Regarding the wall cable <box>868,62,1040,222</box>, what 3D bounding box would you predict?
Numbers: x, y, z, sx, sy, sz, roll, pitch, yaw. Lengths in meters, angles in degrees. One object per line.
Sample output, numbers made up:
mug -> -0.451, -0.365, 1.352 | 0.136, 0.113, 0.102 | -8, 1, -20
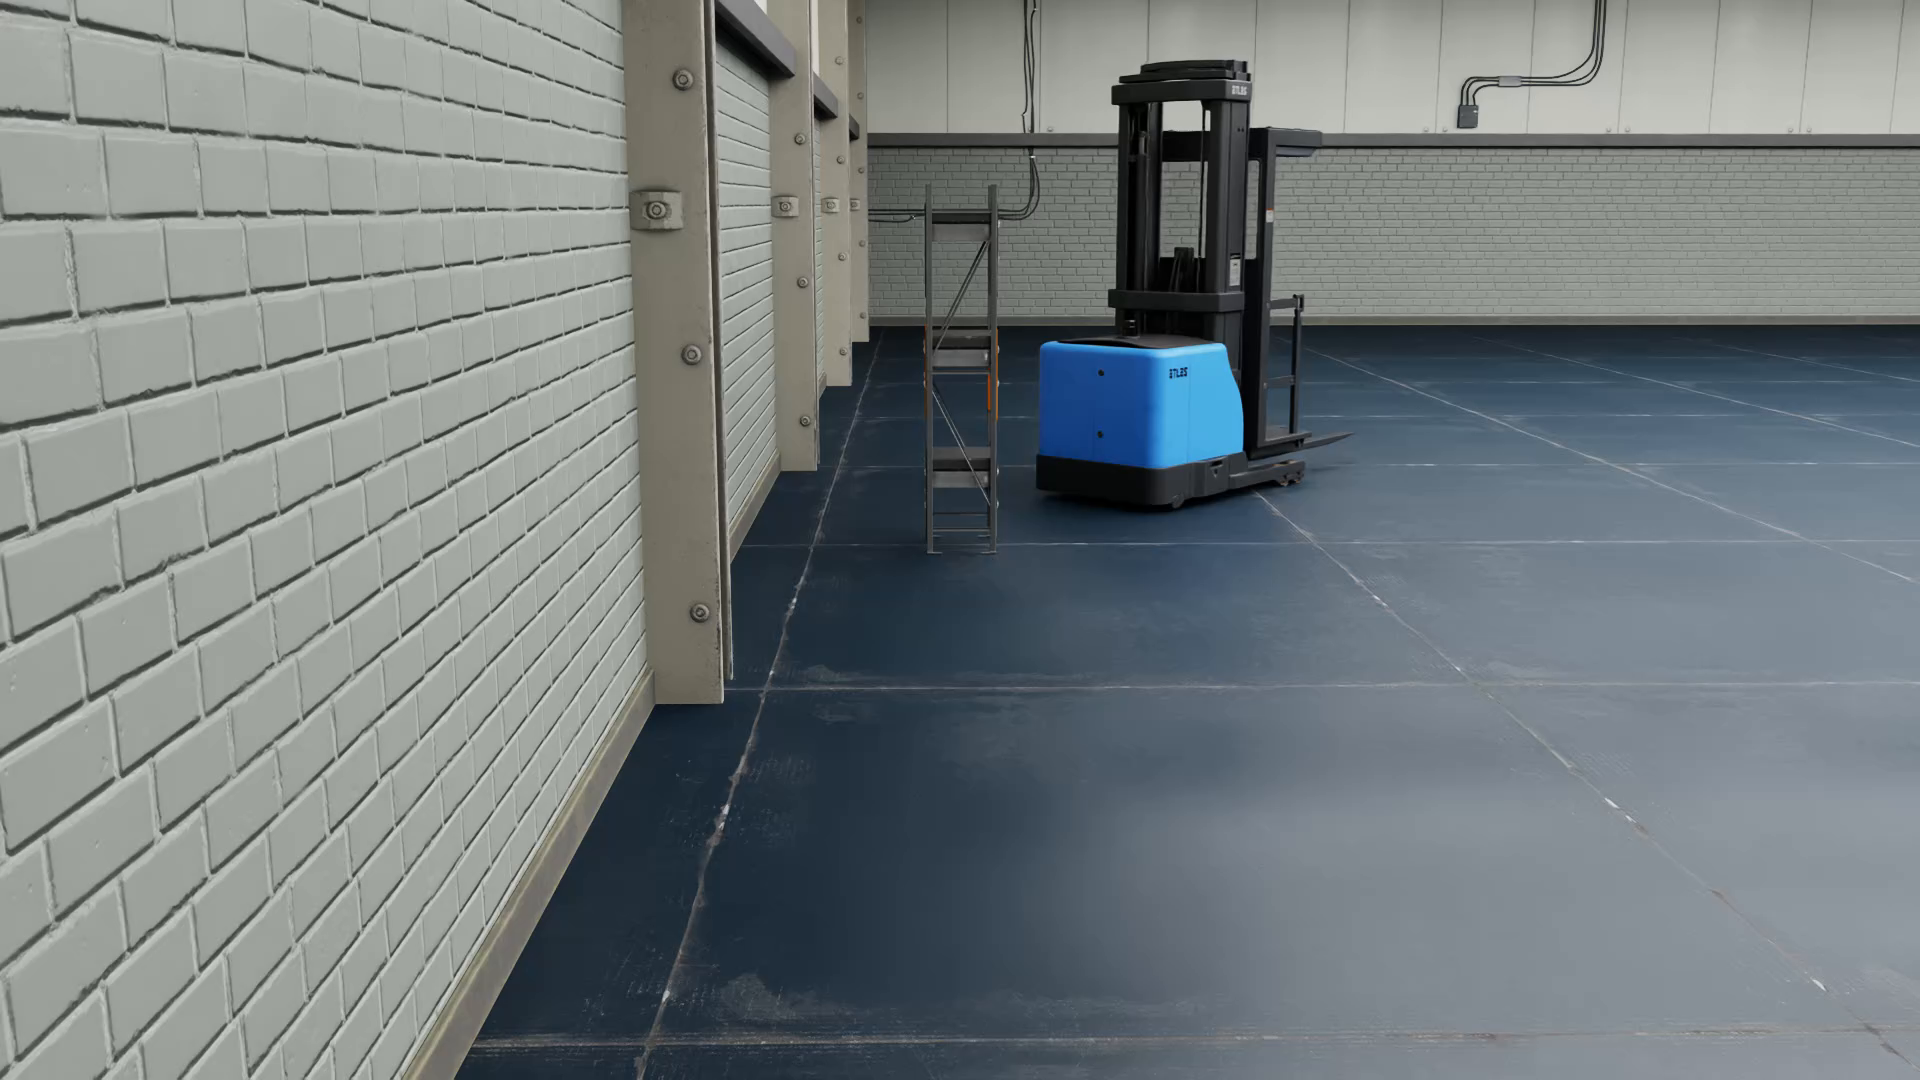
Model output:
wall cable -> -0.238, -6.430, 26.931 | 3.097, 2.526, 0.112 | 0, 11, -1

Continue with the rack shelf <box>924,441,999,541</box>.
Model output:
rack shelf -> 0.003, -0.297, 9.830 | 0.431, 0.518, 0.480 | 0, 11, -1

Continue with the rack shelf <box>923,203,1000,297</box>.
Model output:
rack shelf -> 0.003, -1.669, 9.552 | 0.431, 0.518, 0.480 | 0, 11, -1

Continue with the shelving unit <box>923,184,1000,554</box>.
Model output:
shelving unit -> 0.003, -0.996, 9.688 | 0.431, 2.100, 0.503 | 0, 11, -1

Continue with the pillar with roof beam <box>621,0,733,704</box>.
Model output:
pillar with roof beam -> 3.177, -3.801, 6.160 | 9.100, 9.000, 0.400 | 0, 11, -1

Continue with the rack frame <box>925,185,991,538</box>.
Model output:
rack frame -> -0.002, -1.045, 9.927 | 0.400, 2.100, 0.015 | 0, 11, -1

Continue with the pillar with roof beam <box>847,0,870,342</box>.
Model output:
pillar with roof beam -> 2.805, -7.379, 23.797 | 9.100, 9.000, 0.400 | 0, 11, -1

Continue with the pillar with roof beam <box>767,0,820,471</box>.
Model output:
pillar with roof beam -> 3.053, -4.993, 12.039 | 9.100, 9.000, 0.400 | 0, 11, -1

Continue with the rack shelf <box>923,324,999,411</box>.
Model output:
rack shelf -> 0.003, -0.983, 9.691 | 0.431, 0.518, 0.480 | 0, 11, -1

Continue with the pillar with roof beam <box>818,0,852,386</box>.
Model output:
pillar with roof beam -> 2.929, -6.186, 17.918 | 9.100, 9.000, 0.400 | 0, 11, -1

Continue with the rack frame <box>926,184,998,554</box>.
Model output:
rack frame -> 0.008, -0.948, 9.449 | 0.400, 2.100, 0.015 | 0, 11, -1

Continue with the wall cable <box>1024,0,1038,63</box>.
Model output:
wall cable -> 2.467, -8.916, 26.484 | 3.097, 2.526, 0.112 | 0, 11, -1

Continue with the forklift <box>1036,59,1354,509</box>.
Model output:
forklift -> 1.867, -1.879, 11.949 | 1.130, 2.935, 3.031 | 10, 15, 40

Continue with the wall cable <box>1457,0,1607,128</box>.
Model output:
wall cable -> 9.254, -9.655, 26.461 | 2.305, 6.003, 0.169 | 0, 11, -1
